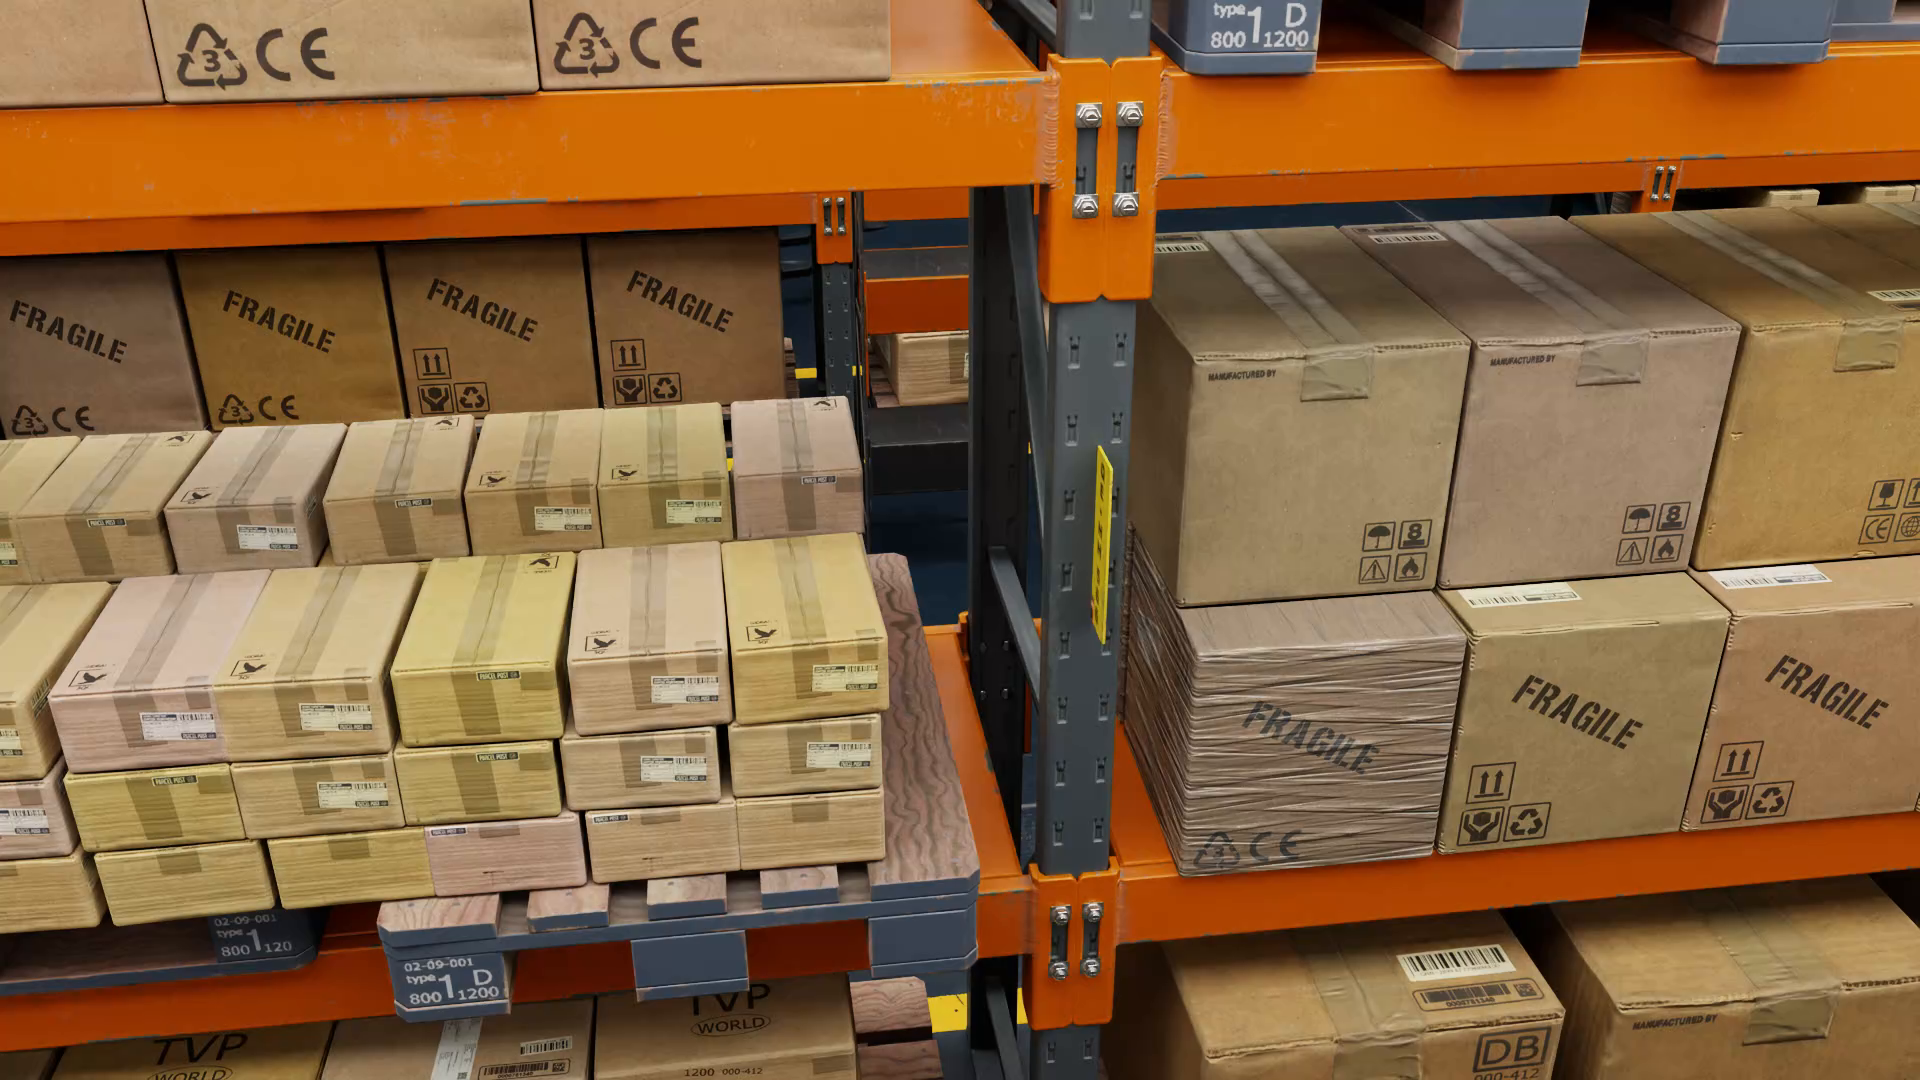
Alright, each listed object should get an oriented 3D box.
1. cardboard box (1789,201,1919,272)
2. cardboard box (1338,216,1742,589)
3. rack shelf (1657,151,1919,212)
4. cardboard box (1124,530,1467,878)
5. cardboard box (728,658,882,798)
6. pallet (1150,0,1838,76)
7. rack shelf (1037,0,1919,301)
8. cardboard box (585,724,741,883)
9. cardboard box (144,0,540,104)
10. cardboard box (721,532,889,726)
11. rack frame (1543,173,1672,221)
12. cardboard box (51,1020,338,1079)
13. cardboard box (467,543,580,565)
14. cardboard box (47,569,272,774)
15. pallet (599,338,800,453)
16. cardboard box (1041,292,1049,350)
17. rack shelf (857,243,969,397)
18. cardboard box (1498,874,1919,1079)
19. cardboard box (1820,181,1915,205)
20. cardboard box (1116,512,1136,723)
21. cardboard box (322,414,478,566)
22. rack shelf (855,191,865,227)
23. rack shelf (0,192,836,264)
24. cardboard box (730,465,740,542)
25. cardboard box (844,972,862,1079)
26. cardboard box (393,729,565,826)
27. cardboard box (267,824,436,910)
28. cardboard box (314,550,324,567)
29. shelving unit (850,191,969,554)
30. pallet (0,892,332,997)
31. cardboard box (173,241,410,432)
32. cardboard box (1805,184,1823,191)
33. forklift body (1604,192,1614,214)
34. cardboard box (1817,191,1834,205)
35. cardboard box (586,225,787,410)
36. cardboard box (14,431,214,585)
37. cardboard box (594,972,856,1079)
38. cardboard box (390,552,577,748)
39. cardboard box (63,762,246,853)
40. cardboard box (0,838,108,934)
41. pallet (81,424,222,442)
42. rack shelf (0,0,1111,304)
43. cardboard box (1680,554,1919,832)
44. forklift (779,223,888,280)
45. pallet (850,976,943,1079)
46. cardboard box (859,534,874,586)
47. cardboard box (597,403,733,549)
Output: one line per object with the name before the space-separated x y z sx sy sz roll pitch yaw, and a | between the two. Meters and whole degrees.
cardboard box | 2.110 -0.367 3.476 0.500 0.500 0.700 -4 27 -8
cardboard box | 1.096 -0.301 3.346 0.500 0.500 0.700 -4 27 -8
rack shelf | 5.301 -2.048 8.743 4.000 0.370 1.077 -4 27 -7
cardboard box | 0.632 0.294 3.282 0.500 0.500 0.500 -3 27 -7
cardboard box | -0.276 0.275 2.918 0.250 0.149 0.380 -3 27 -6
pallet | 0.780 -1.070 2.972 1.003 0.211 1.213 -2 27 -5
rack shelf | 2.130 -0.897 3.214 4.000 0.370 1.077 -4 27 -7
cardboard box | -0.521 0.424 2.953 0.250 0.149 0.380 -4 27 -7
cardboard box | -0.874 -0.945 2.411 0.500 0.500 0.500 -4 27 -7
cardboard box | -0.272 0.144 2.848 0.250 0.149 0.380 -5 28 -9
rack frame | 3.321 -2.241 8.331 0.127 3.000 1.000 -4 27 -7
cardboard box | -1.495 1.061 3.353 0.500 0.250 0.500 -3 27 -6
cardboard box | -0.889 0.014 3.426 0.250 0.149 0.380 -5 28 -9
cardboard box | -1.284 0.207 2.725 0.250 0.149 0.380 -4 27 -7
pallet | -1.431 -0.730 8.441 1.213 0.211 1.003 -4 27 -7
cardboard box | 0.650 -1.086 8.499 0.625 0.372 0.950 -4 27 -8
rack shelf | -0.164 -0.912 6.756 0.480 0.518 0.431 -4 27 -7
cardboard box | 1.630 1.004 4.012 0.750 0.750 1.050 -3 27 -6
cardboard box | 4.583 -1.756 8.407 0.250 0.149 0.380 -3 27 -5
cardboard box | 0.558 0.050 3.756 0.500 0.500 0.500 -4 27 -7
cardboard box | -1.107 -0.104 3.331 0.250 0.149 0.380 -5 28 -9
rack shelf | -0.164 -1.534 6.437 0.480 0.518 0.431 -4 27 -7
rack shelf | -2.621 -1.539 7.752 4.000 0.370 1.077 -4 27 -7
cardboard box | -0.357 -0.022 3.497 0.250 0.149 0.380 -2 27 -5
cardboard box | -0.466 1.330 3.650 0.500 0.500 0.500 -4 27 -7
cardboard box | -0.801 0.311 2.848 0.250 0.149 0.380 -3 27 -6
cardboard box | -1.023 0.455 2.893 0.250 0.149 0.380 -4 27 -8
cardboard box | -1.386 0.046 3.364 0.250 0.149 0.380 -4 27 -7
shelving unit | -0.164 -0.924 6.750 0.503 2.100 0.431 -4 27 -7
pallet | -1.805 0.475 3.249 1.213 0.211 1.003 -4 27 -7
cardboard box | -3.105 -1.110 7.995 0.875 0.875 0.875 -3 27 -6
cardboard box | 4.373 -1.730 9.066 0.500 0.500 0.500 -3 27 -6
forklift body | 4.963 -3.416 11.551 1.214 2.155 2.313 -4 27 -7
cardboard box | 4.471 -1.493 8.604 0.500 0.500 0.500 -3 27 -5
cardboard box | -1.336 -1.221 8.212 0.875 0.875 0.875 -4 27 -8
cardboard box | -1.636 -0.069 3.262 0.250 0.149 0.380 -3 27 -6
cardboard box | -0.491 0.999 3.475 0.500 0.250 0.500 -4 27 -8
cardboard box | -0.780 0.175 2.786 0.250 0.149 0.380 -3 27 -6
cardboard box | -1.295 0.341 2.789 0.250 0.149 0.380 -4 27 -7
cardboard box | -1.546 0.488 2.828 0.250 0.149 0.380 -3 27 -6
pallet | -3.848 -0.574 8.138 1.213 0.211 1.003 -4 27 -7
rack shelf | -1.831 -0.642 2.718 4.000 0.370 1.077 -4 27 -7
cardboard box | 1.634 0.229 3.409 0.500 0.500 0.500 -4 27 -7
forklift | -1.725 -2.728 9.356 3.031 2.935 1.130 -12 29 -21
pallet | -0.625 1.535 4.028 1.213 0.211 1.003 -4 27 -7
cardboard box | -0.322 0.107 3.571 0.250 0.149 0.380 -4 27 -8
cardboard box | -0.601 -0.135 3.390 0.250 0.149 0.380 -4 27 -9
